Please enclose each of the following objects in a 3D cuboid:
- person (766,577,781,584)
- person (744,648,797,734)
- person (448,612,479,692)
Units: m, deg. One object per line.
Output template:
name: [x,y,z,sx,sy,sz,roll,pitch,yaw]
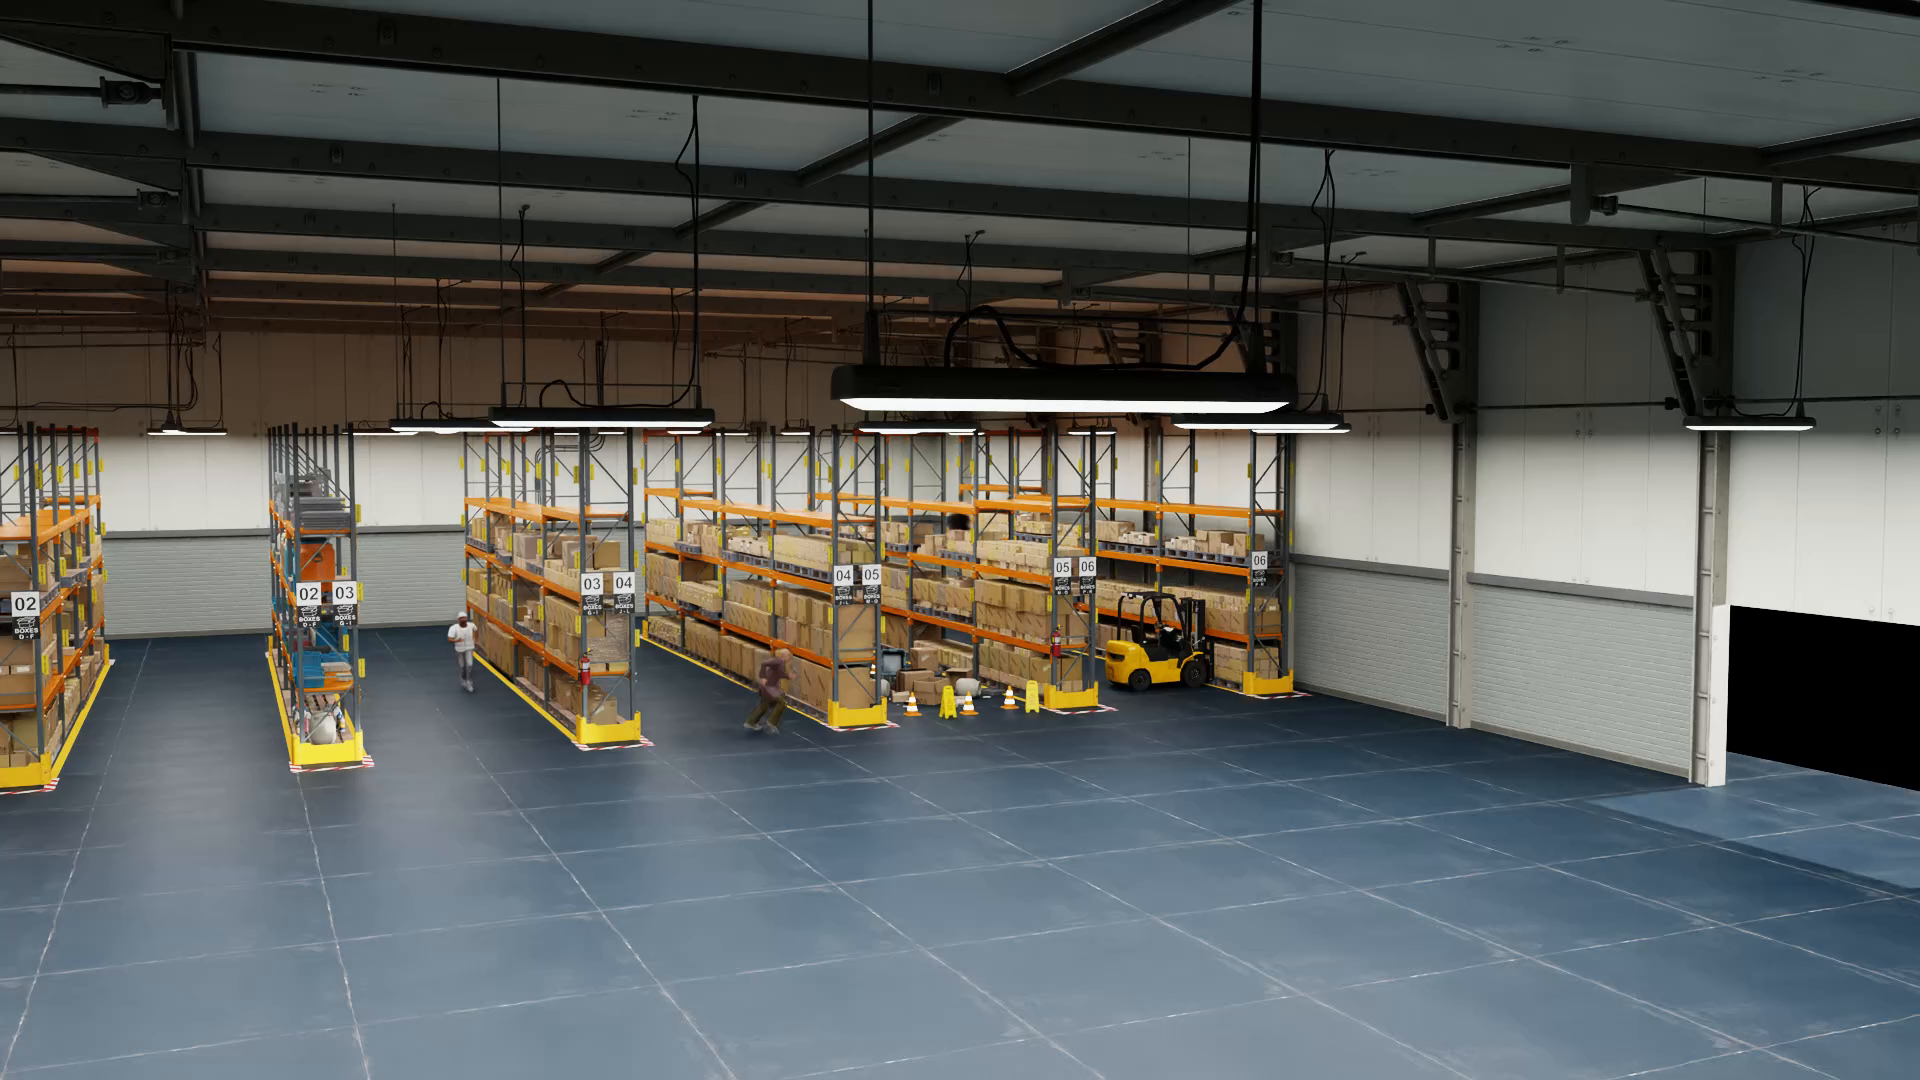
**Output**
person: [-5.824,1.621,52.166,1.047,1.761,0.719,-3,5,-42]
person: [-3.698,2.948,32.226,1.056,1.704,0.754,1,4,10]
person: [-11.290,2.524,37.814,0.670,1.812,0.759,-1,4,-17]
